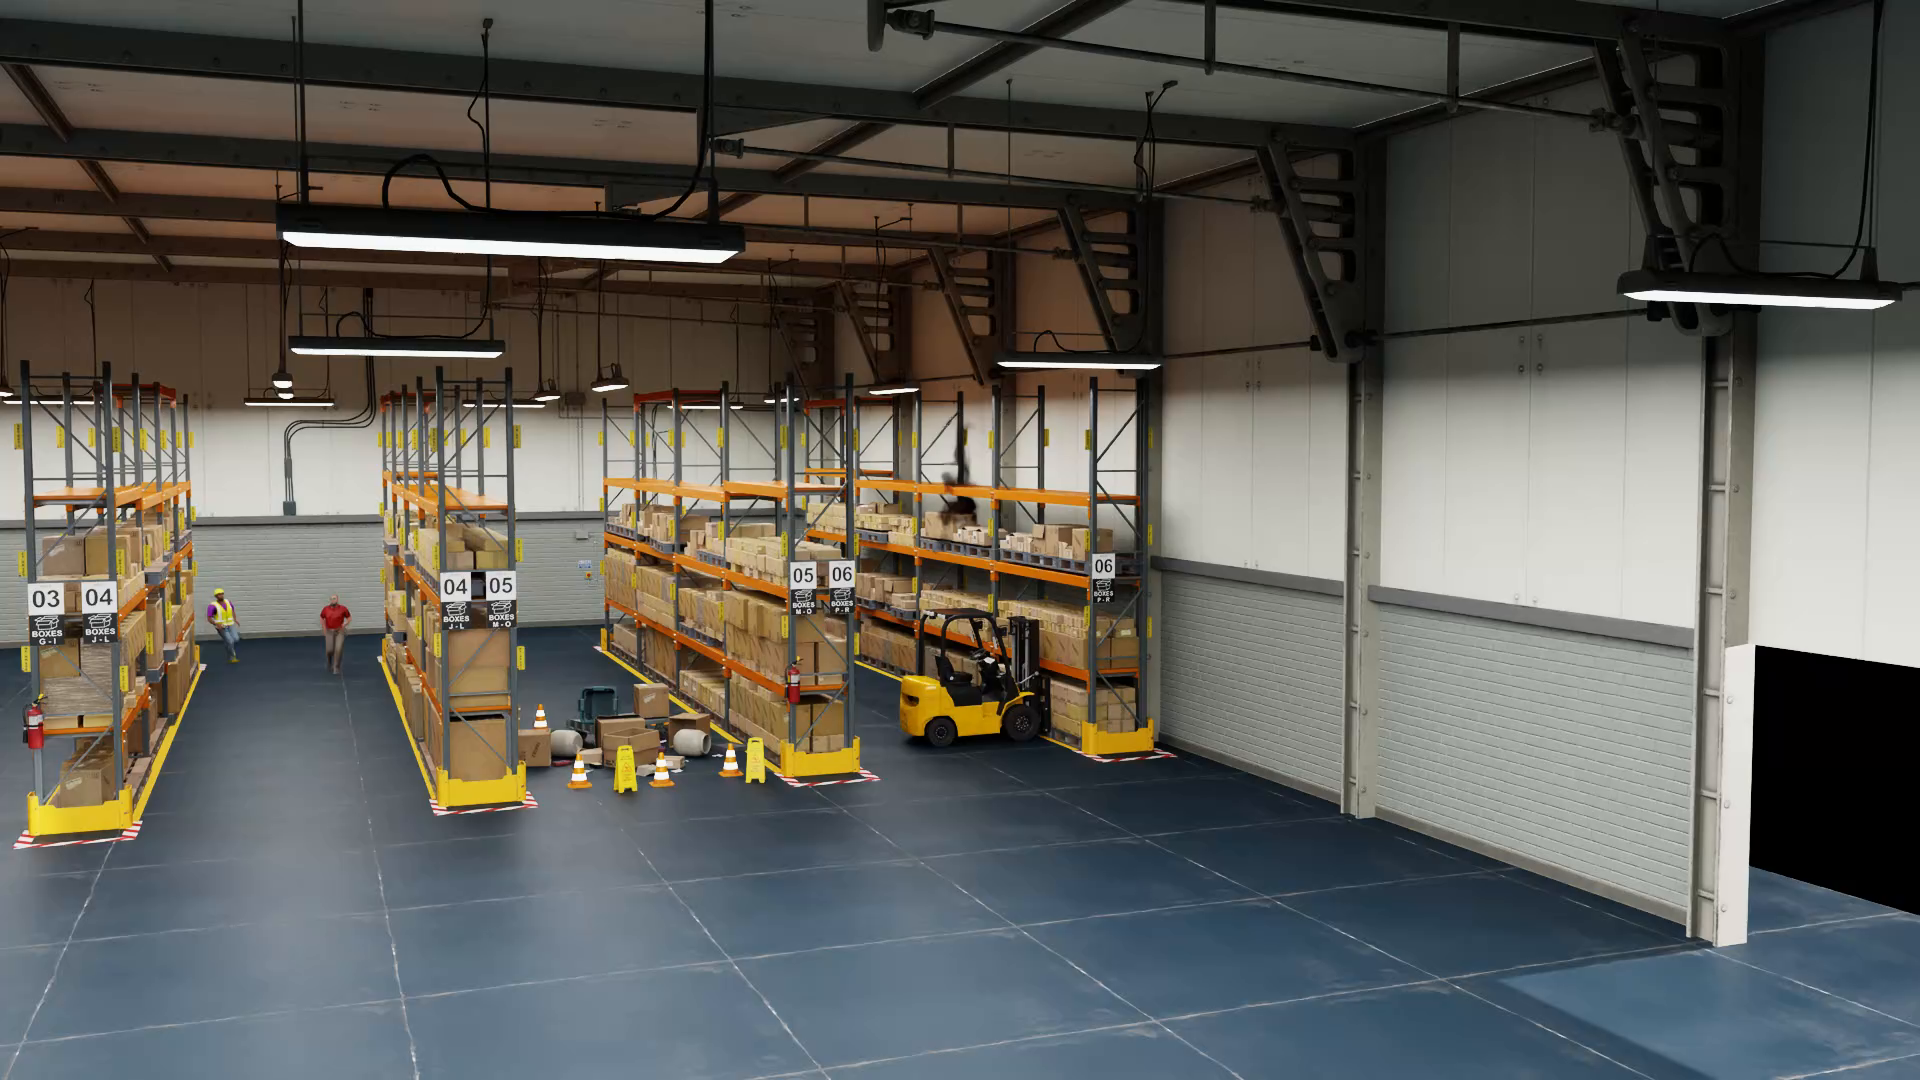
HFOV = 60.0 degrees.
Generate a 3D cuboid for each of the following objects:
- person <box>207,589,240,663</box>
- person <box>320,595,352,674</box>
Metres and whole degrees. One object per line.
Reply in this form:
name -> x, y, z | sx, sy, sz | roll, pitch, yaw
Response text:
person -> -16.418, 1.924, 37.145 | 0.521, 1.692, 0.747 | 2, 4, 36
person -> -13.398, 2.018, 35.686 | 0.649, 1.693, 0.629 | -1, 4, -16
